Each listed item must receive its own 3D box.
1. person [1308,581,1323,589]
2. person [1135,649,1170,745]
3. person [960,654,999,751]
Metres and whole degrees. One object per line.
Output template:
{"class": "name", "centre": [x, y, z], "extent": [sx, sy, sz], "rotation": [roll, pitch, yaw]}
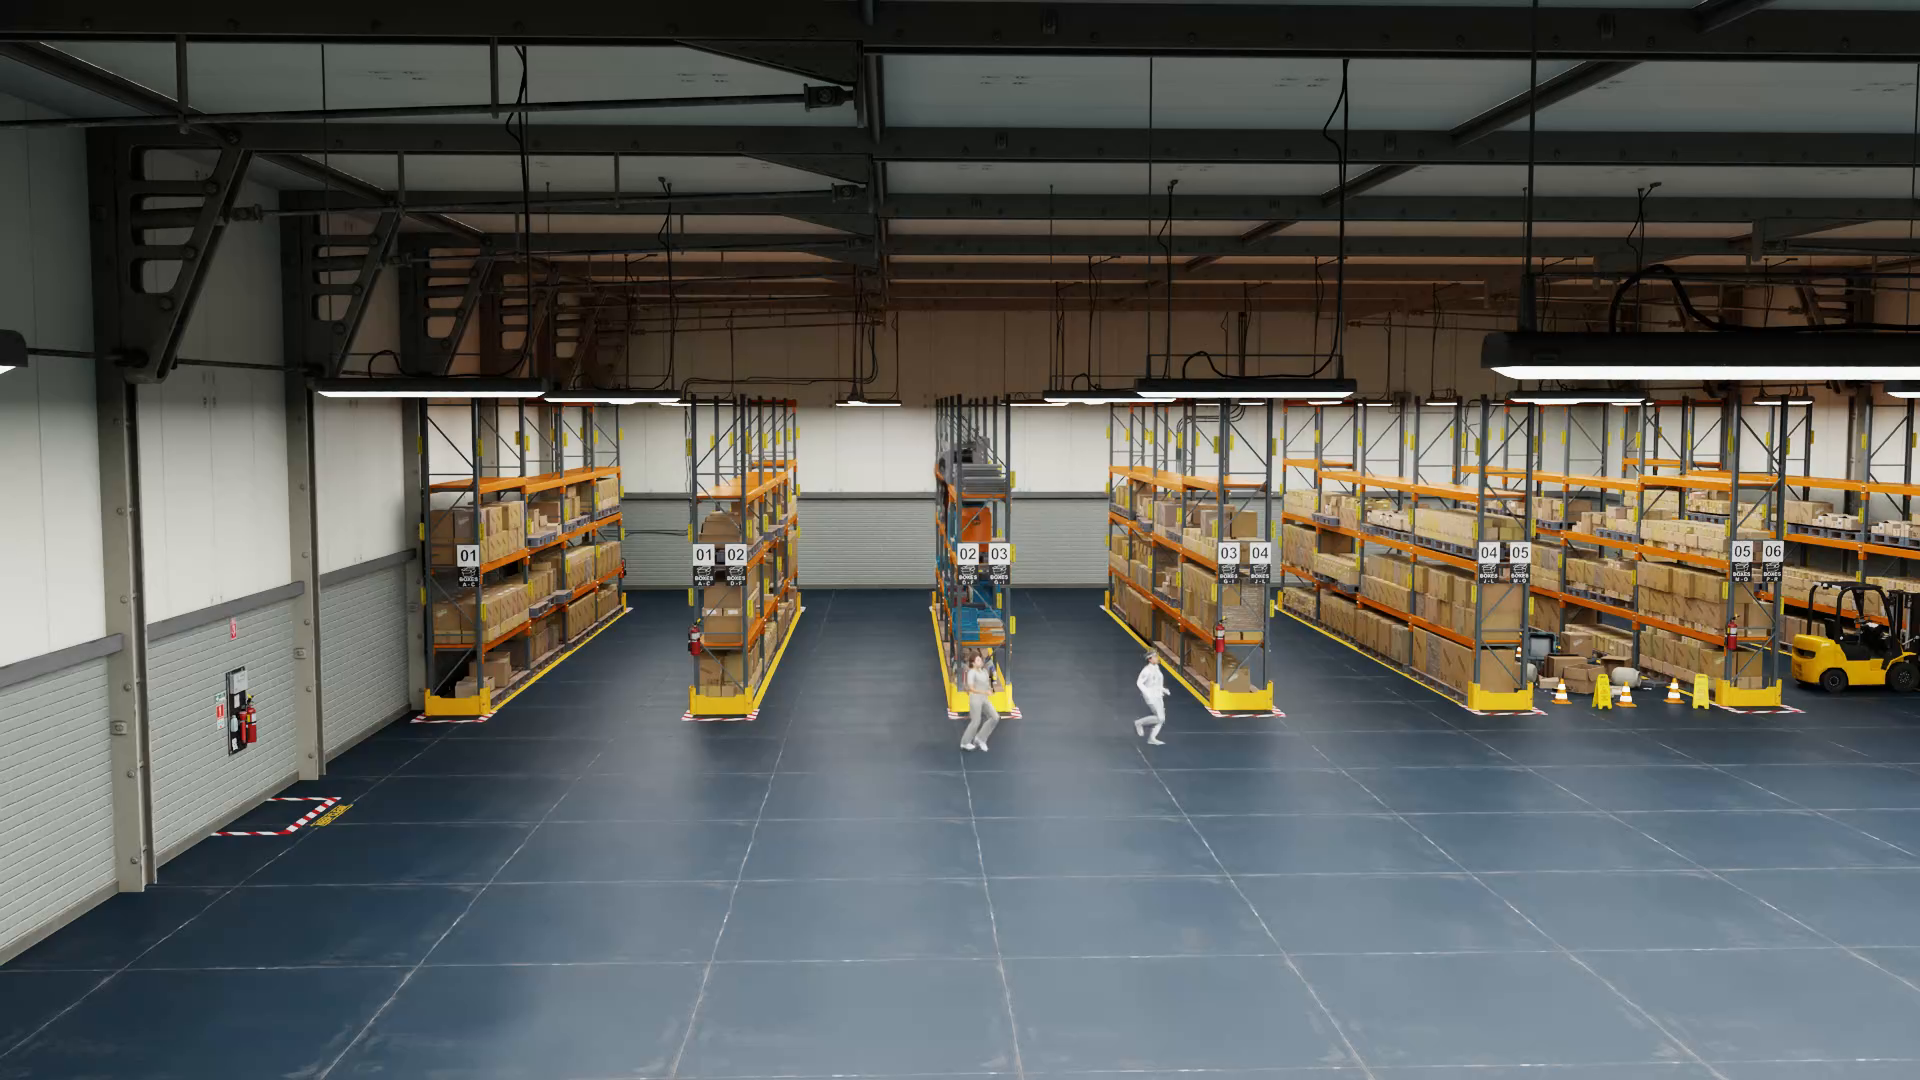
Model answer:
{"class": "person", "centre": [10.470, 1.061, 48.759], "extent": [0.687, 1.615, 0.574], "rotation": [4, 6, 40]}
{"class": "person", "centre": [3.307, 2.672, 28.398], "extent": [0.503, 1.646, 0.631], "rotation": [3, 5, 32]}
{"class": "person", "centre": [0.315, 2.715, 27.840], "extent": [0.668, 1.649, 0.574], "rotation": [3, 5, 31]}
